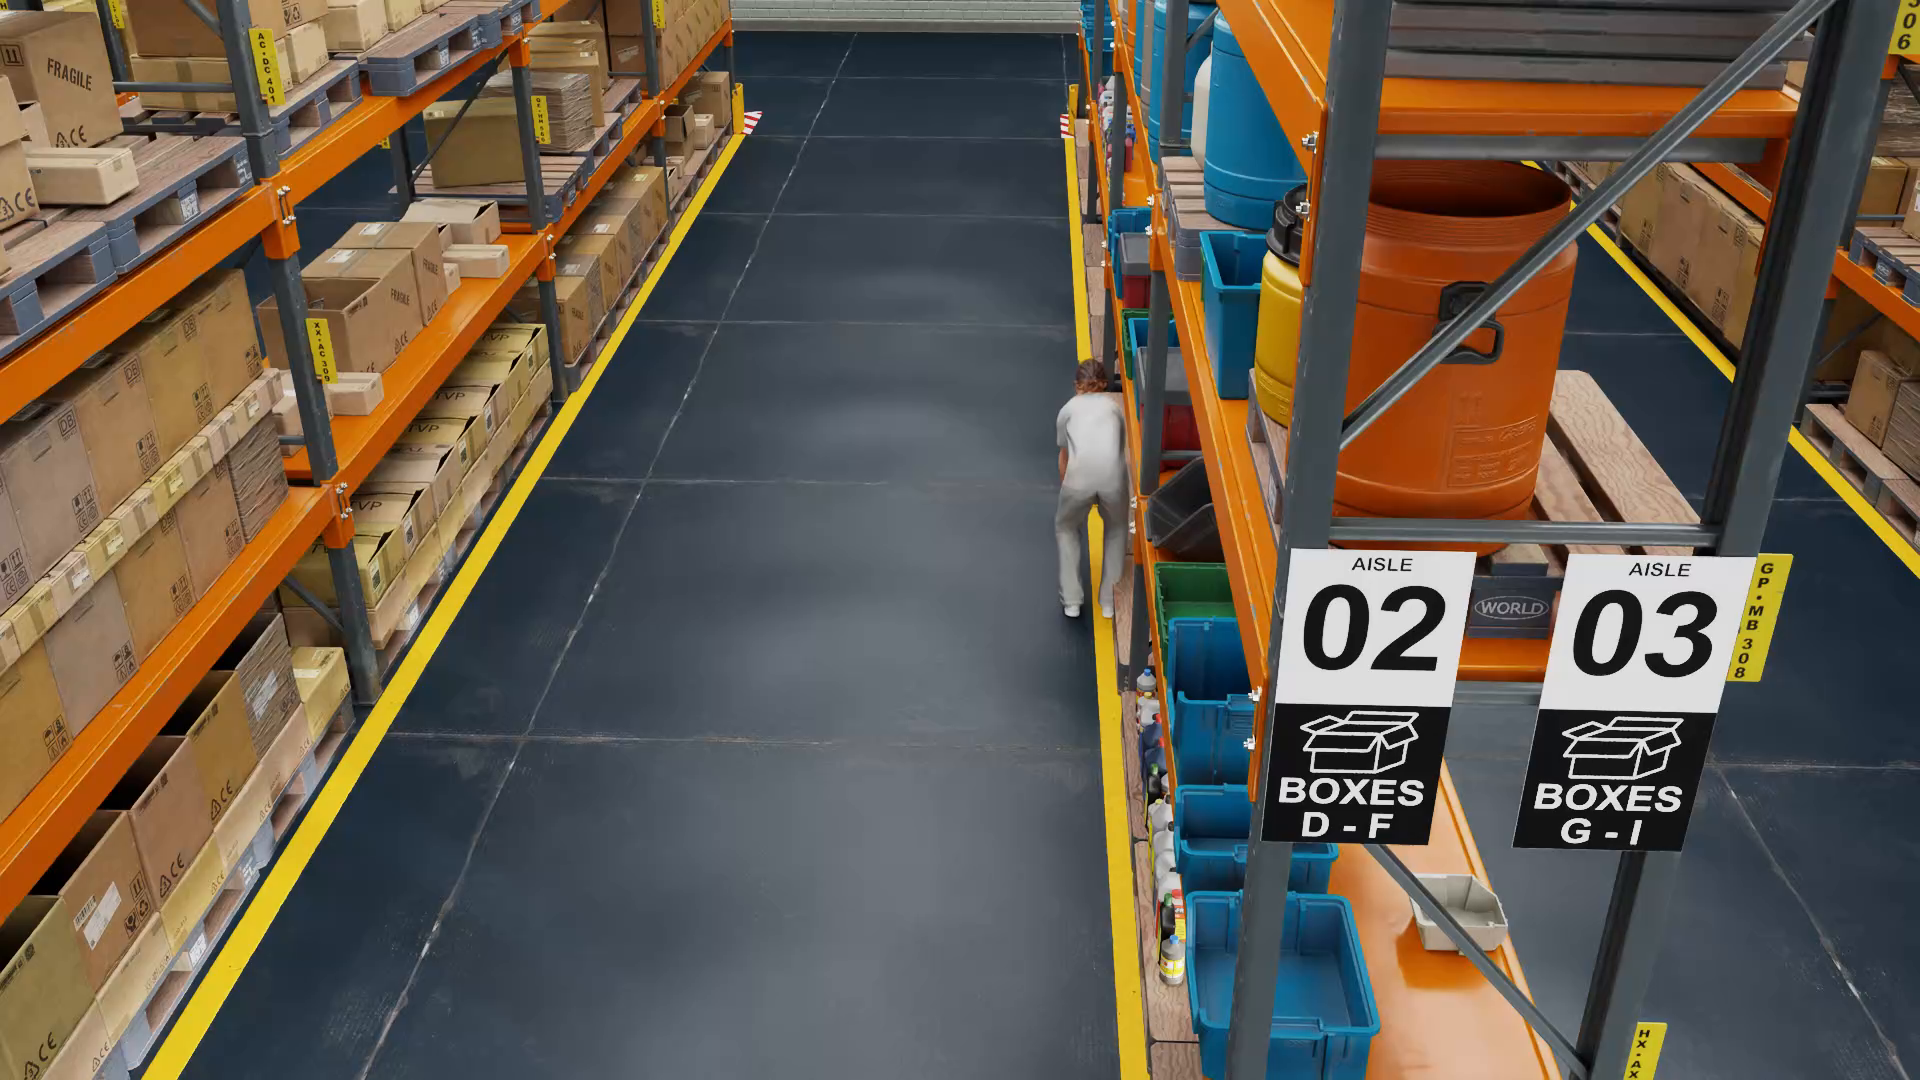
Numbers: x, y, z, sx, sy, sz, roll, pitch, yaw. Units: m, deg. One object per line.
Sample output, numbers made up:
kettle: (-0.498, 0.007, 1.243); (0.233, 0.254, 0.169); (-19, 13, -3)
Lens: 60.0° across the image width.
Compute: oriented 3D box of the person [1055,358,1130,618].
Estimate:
person: (0.755, -0.288, 9.526); (0.419, 1.337, 0.783); (0, 28, 0)
